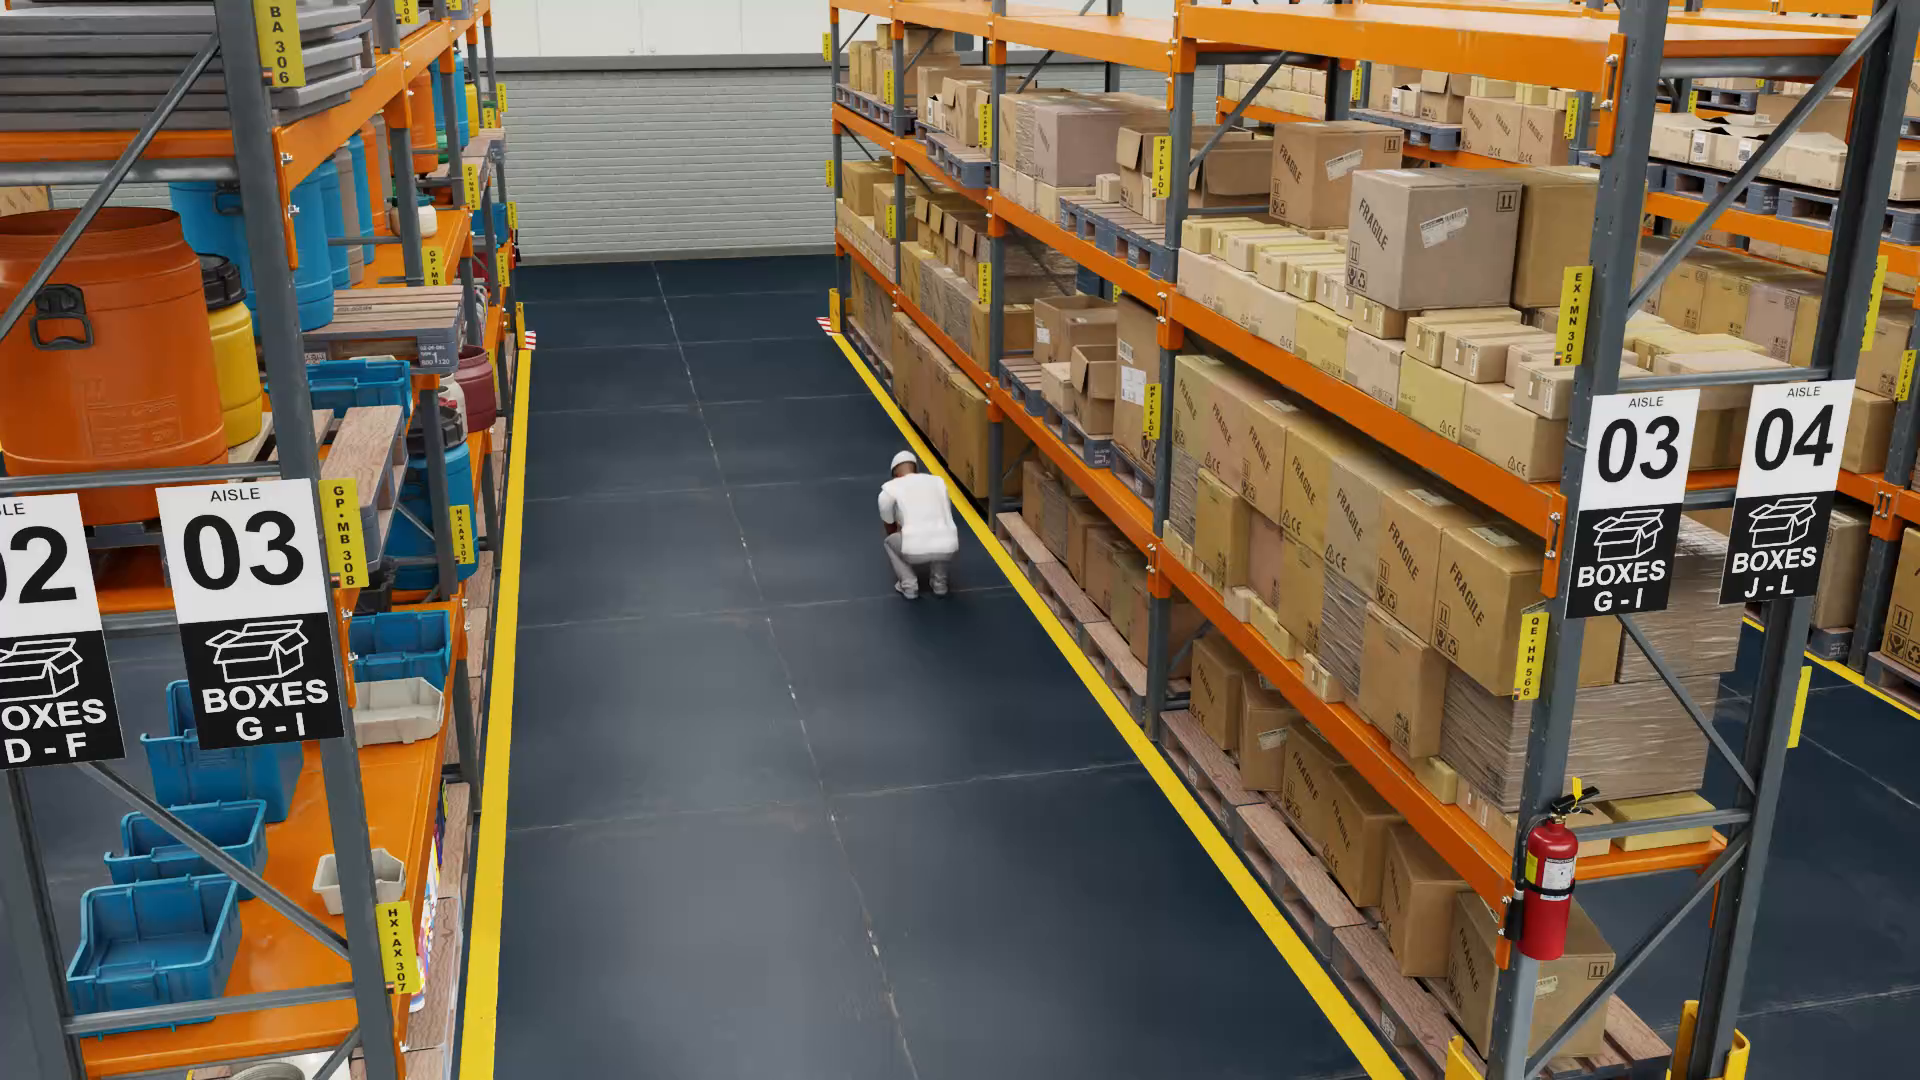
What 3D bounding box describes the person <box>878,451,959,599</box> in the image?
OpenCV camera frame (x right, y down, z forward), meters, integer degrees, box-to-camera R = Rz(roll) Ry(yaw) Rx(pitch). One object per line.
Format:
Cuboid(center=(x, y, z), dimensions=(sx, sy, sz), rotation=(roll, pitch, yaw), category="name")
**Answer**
Cuboid(center=(-0.320, -0.122, 12.539), dimensions=(0.578, 1.003, 0.881), rotation=(-5, 20, -13), category="person")
